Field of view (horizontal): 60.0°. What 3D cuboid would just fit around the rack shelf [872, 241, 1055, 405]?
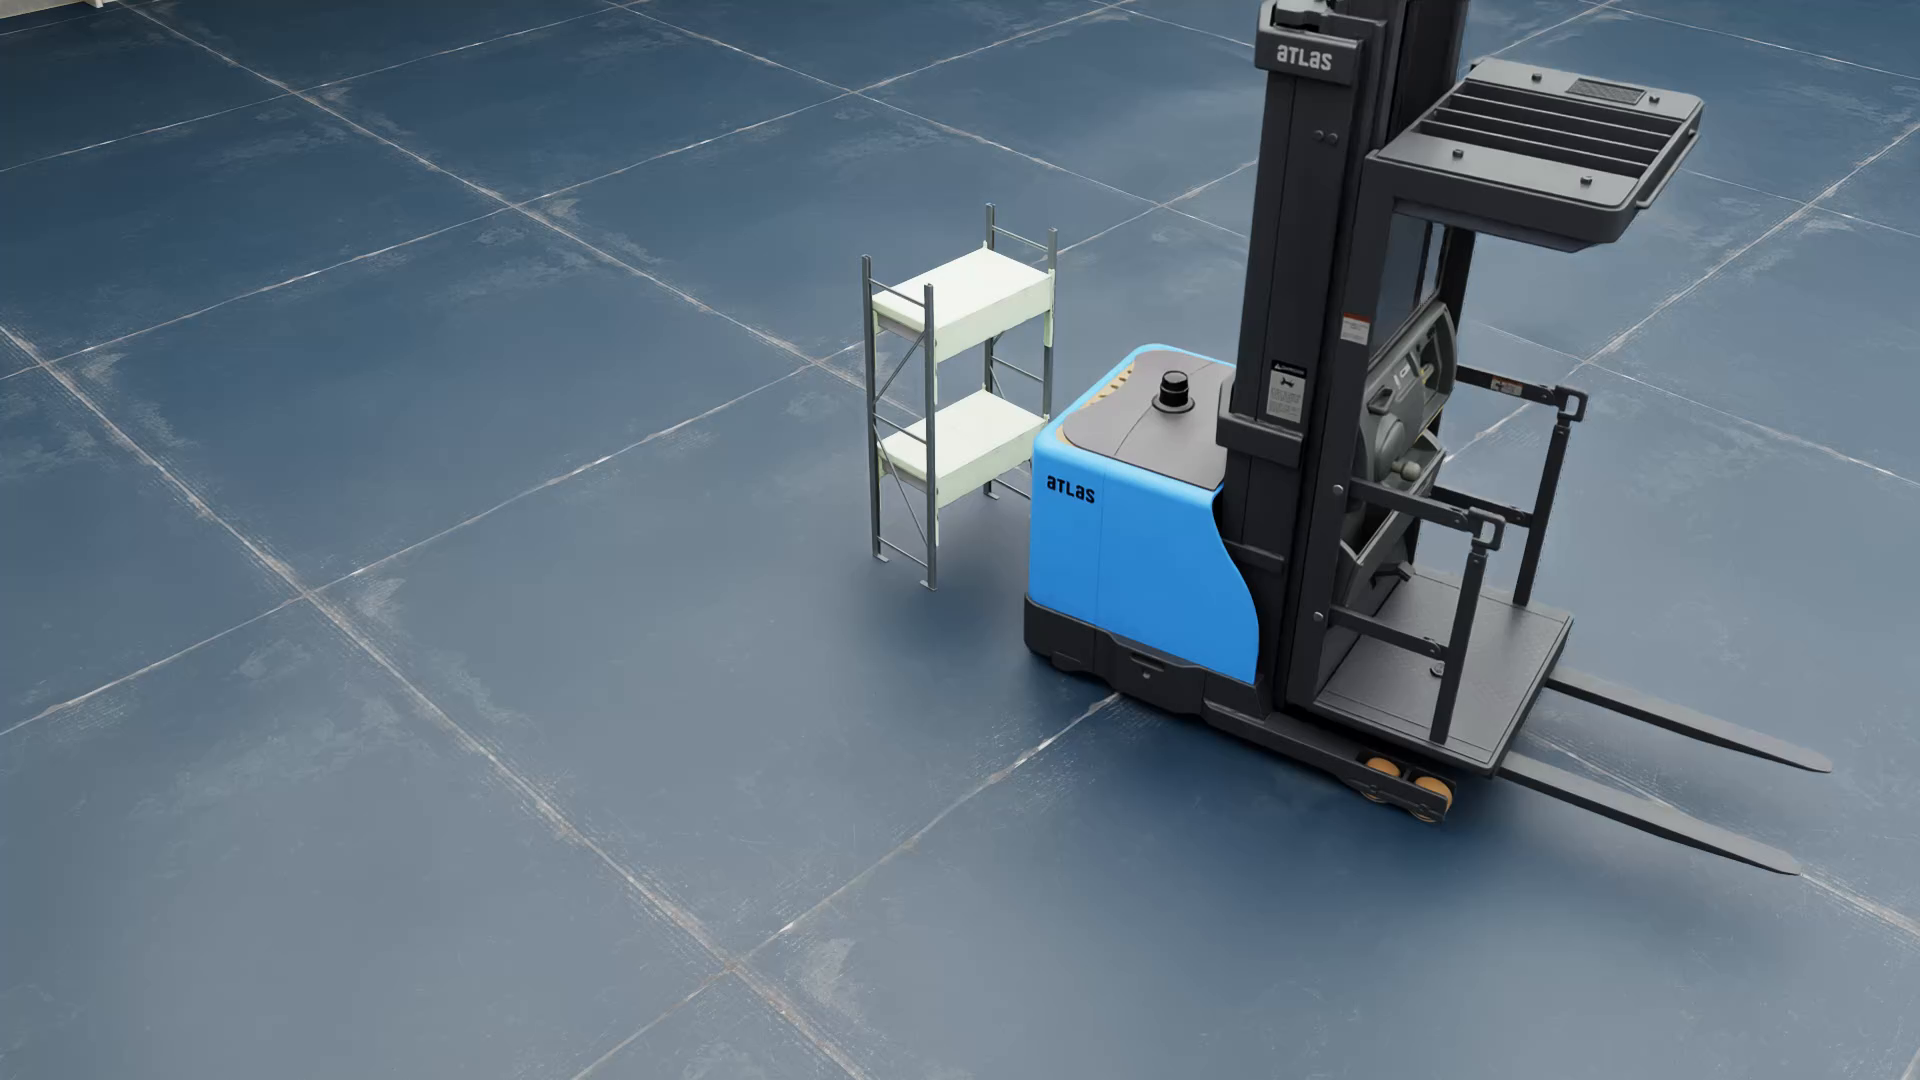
[{"bbox_3d":[0.005,-0.938,7.102,0.431,0.370,0.720,30,45,35],"label":"rack shelf"}]

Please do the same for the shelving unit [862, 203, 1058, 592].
[{"bbox_3d":[0.005,-0.618,7.325,0.431,1.500,0.755,30,45,35],"label":"shelving unit"}]

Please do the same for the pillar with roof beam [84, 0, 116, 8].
[{"bbox_3d":[-4.350,-6.682,9.465,9.100,9.000,0.400,30,45,35],"label":"pillar with roof beam"}]

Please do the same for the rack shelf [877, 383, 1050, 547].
[{"bbox_3d":[0.005,-0.350,7.511,0.431,0.370,0.720,30,45,35],"label":"rack shelf"}]

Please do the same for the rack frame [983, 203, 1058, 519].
[{"bbox_3d":[0.263,-0.766,7.538,0.400,1.500,0.023,30,45,35],"label":"rack frame"}]

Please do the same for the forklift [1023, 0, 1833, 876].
[{"bbox_3d":[1.786,-0.495,5.897,3.031,2.935,1.130,20,40,26],"label":"forklift"}]

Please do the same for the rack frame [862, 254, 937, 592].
[{"bbox_3d":[-0.253,-0.469,7.112,0.400,1.500,0.023,30,45,35],"label":"rack frame"}]
